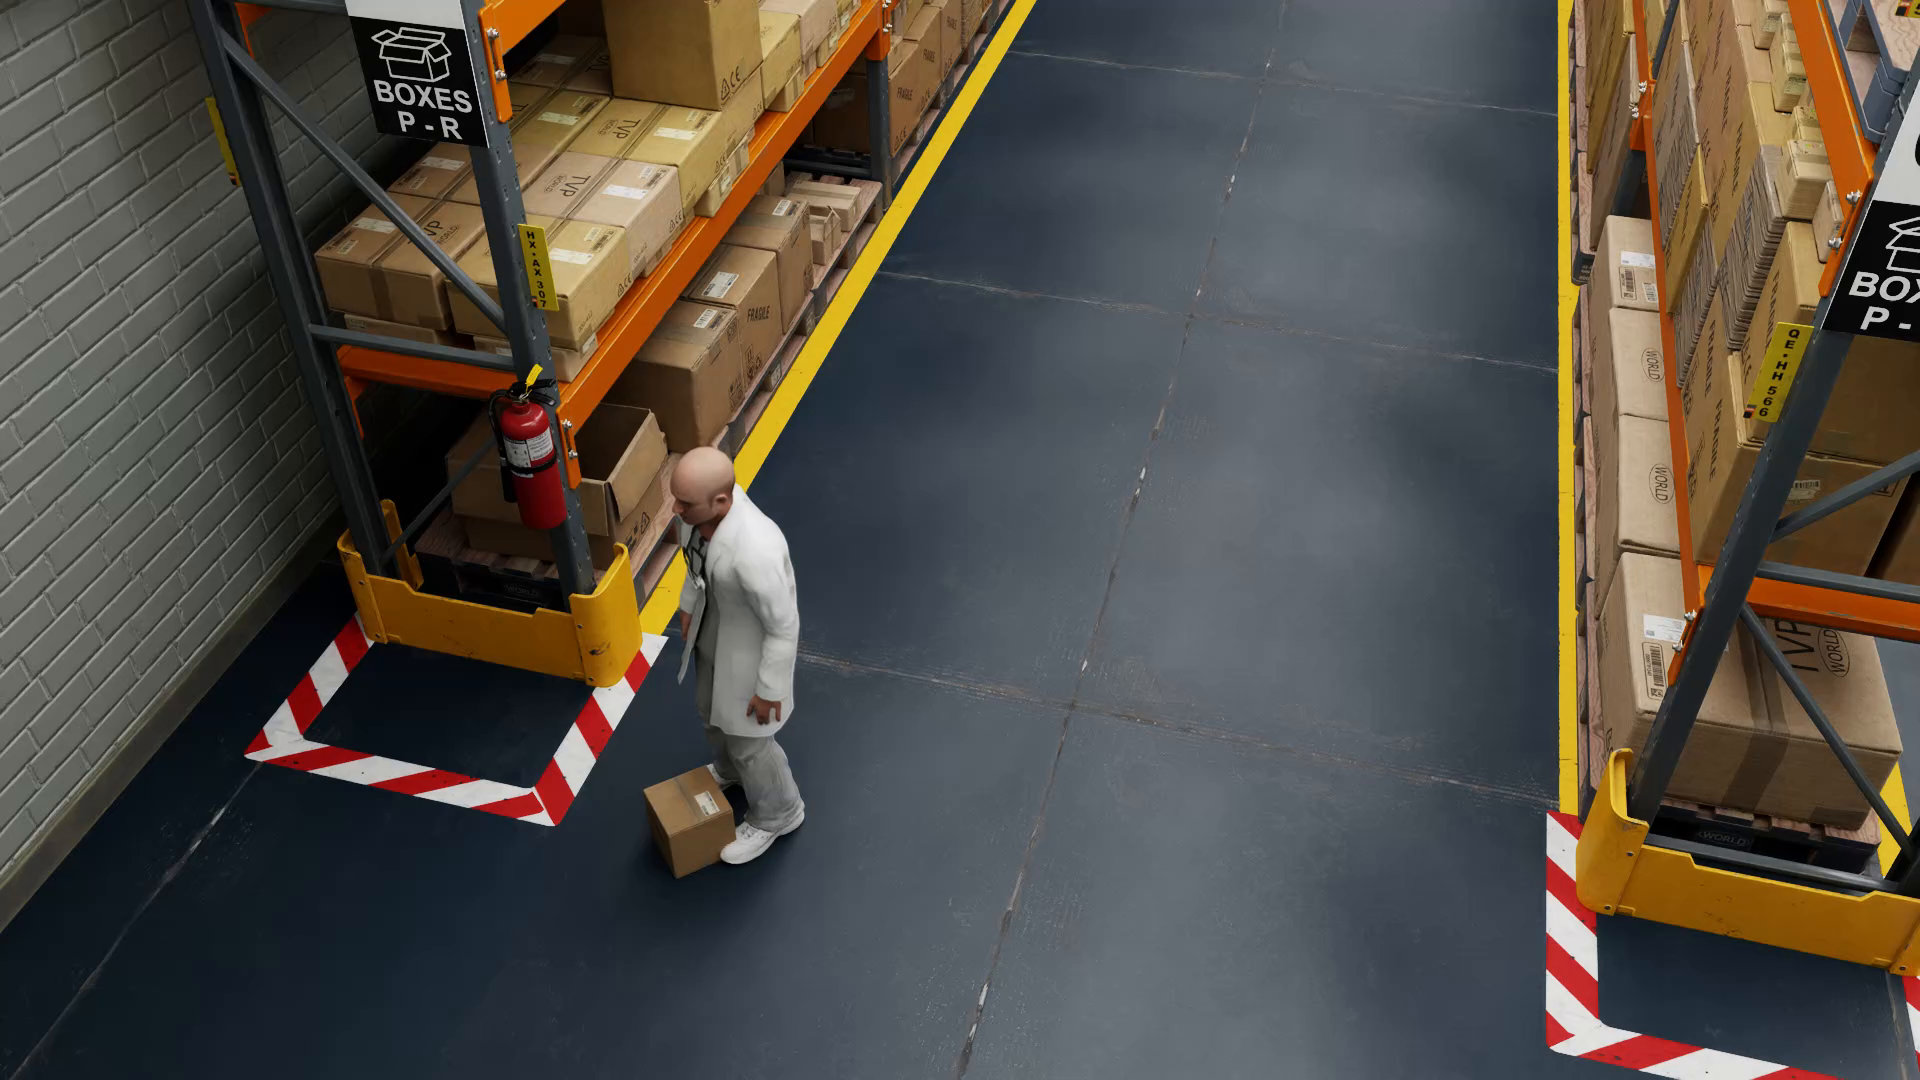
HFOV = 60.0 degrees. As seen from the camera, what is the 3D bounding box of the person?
[{"bbox_3d":[-0.776,0.376,5.730,0.429,1.772,0.646,-24,46,-25],"label":"person"}]
